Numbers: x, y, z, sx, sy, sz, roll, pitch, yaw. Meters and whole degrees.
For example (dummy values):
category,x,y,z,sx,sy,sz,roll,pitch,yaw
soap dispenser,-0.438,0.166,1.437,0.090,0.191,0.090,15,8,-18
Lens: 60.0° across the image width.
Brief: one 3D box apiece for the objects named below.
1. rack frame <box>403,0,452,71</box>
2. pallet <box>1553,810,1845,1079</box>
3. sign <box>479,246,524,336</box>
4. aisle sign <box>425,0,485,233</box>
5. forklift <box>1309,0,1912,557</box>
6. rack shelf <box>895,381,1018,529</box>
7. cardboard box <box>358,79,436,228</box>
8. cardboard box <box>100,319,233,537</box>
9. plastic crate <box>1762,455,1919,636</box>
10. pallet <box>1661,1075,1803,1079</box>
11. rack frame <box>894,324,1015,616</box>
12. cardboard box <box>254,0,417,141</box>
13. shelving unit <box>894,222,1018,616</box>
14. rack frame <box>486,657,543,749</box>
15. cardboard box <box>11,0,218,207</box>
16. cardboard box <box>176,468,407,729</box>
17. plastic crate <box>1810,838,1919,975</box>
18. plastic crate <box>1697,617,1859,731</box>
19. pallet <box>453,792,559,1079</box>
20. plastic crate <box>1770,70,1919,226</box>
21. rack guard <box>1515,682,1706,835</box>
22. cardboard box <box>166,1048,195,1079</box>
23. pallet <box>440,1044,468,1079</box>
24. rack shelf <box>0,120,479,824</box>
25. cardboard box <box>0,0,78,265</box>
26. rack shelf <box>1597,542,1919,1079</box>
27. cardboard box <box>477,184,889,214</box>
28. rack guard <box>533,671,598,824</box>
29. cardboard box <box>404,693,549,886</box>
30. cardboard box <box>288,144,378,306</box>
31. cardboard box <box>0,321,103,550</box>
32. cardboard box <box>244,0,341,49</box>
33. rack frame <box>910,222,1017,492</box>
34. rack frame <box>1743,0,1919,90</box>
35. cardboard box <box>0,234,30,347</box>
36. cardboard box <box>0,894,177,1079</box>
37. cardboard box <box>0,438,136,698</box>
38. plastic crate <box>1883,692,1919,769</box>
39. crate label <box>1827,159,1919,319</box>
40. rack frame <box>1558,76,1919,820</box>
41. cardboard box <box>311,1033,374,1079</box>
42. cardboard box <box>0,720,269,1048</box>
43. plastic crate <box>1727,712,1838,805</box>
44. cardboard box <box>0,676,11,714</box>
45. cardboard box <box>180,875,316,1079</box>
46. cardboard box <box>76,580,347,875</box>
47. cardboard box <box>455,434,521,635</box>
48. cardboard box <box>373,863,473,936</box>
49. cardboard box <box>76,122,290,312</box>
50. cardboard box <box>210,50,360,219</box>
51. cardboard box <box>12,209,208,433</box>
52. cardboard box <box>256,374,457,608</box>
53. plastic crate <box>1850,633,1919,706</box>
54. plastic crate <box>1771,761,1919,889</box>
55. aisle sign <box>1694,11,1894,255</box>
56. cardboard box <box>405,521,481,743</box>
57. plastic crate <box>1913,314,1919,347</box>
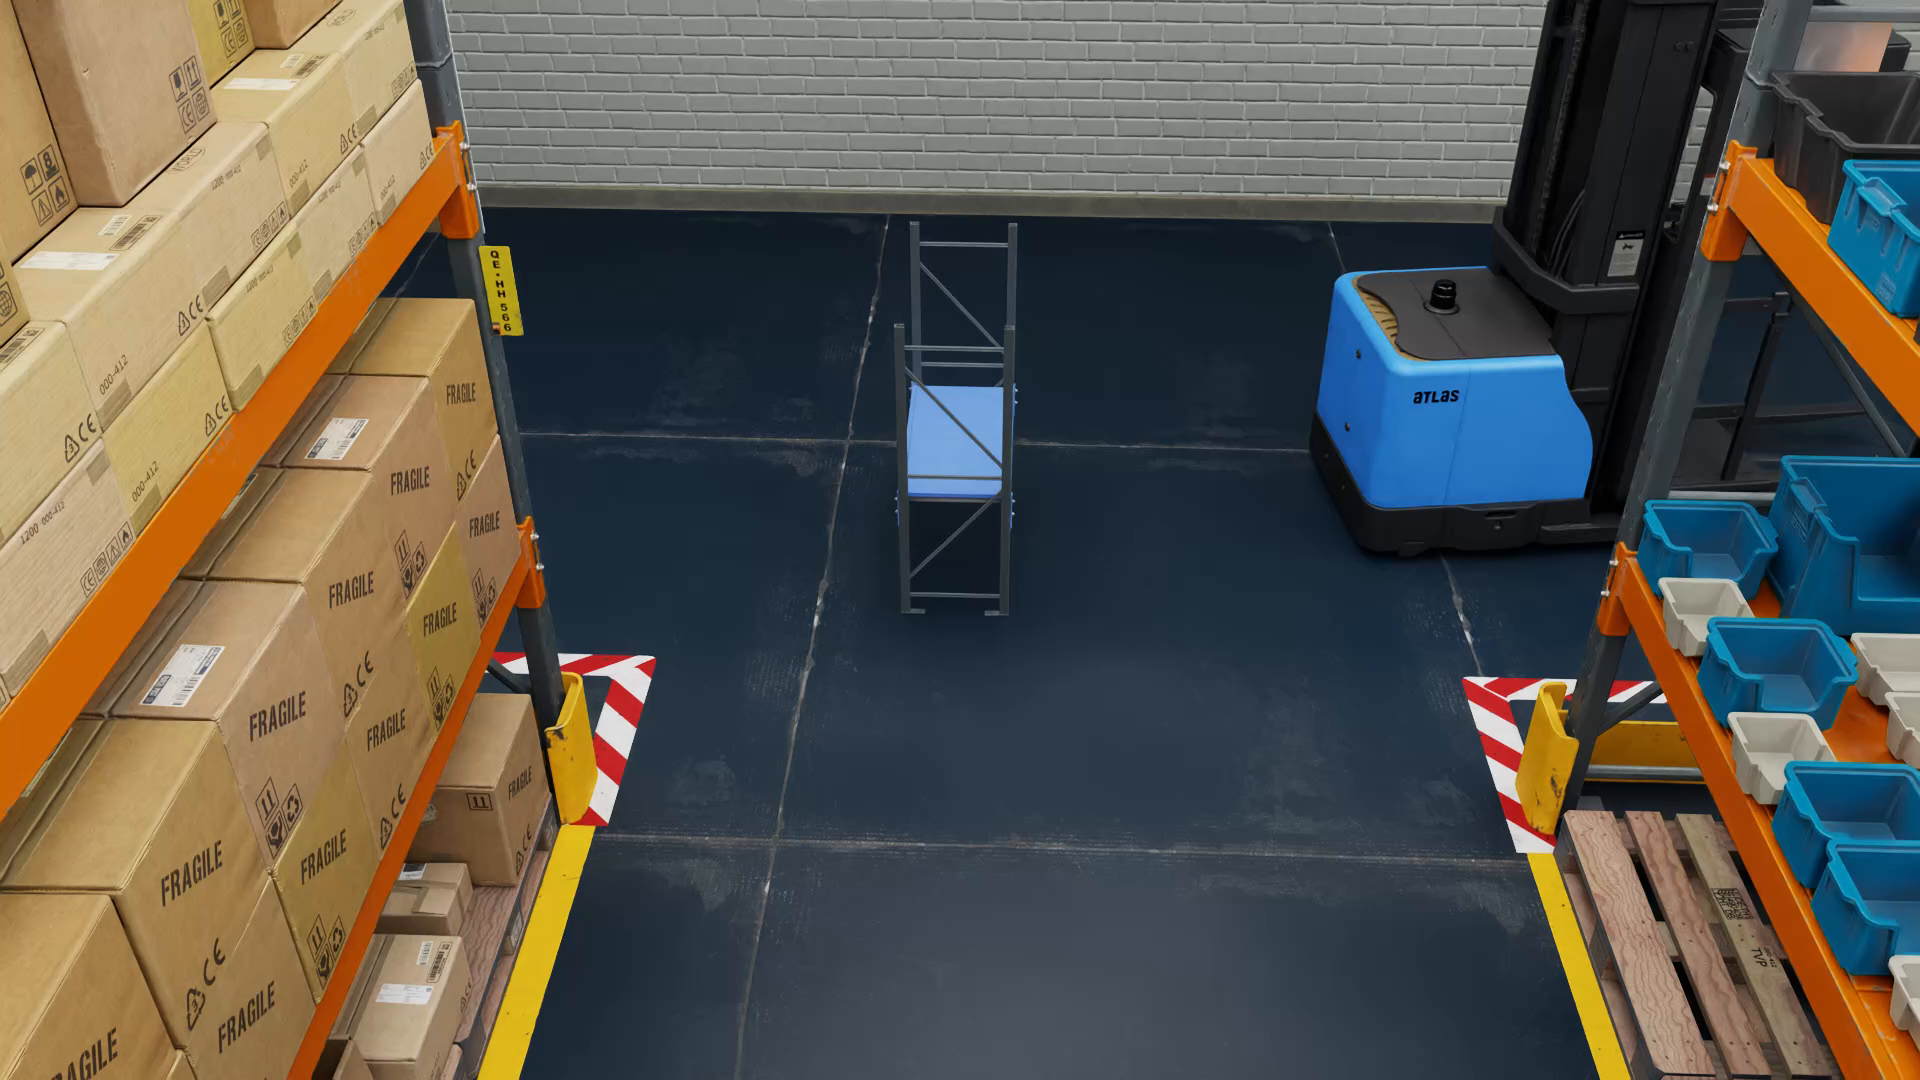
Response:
category,x,y,z,sx,sy,sz,roll,pitch,yaw
rack frame,-2.080,-2.703,4.270,1.000,3.000,0.127,1,35,2
pallet,2.797,1.482,5.958,1.003,0.211,1.213,1,35,2
sign,-1.527,-0.827,5.537,0.100,0.325,0.005,1,35,2
aisle sign,-1.772,-1.344,5.293,0.394,0.787,0.004,1,35,2
forklift,3.399,-1.466,7.787,3.031,2.935,1.130,-3,35,-5
rack shelf,-0.003,-0.417,7.852,0.538,0.185,1.000,1,35,2
cardboard box,-1.838,-1.113,4.747,0.500,0.250,0.500,1,35,2
cardboard box,-1.912,-0.252,3.521,0.500,0.250,0.500,1,35,2
plastic crate,3.042,0.026,5.522,0.616,0.435,0.499,1,35,2
pallet,2.745,2.181,4.963,1.003,0.211,1.213,1,35,2
rack frame,-0.024,-0.273,7.333,0.500,1.500,0.032,1,35,2
cardboard box,-1.846,-1.318,4.604,0.500,0.250,0.500,1,35,2
shelving unit,-0.003,-0.565,7.749,0.538,1.500,1.048,1,35,2
rack frame,-2.084,-0.249,5.995,0.949,2.616,0.053,1,35,2
cardboard box,-2.102,-1.055,3.578,0.700,0.500,0.500,1,35,2
cardboard box,-1.859,0.152,4.469,0.500,0.500,0.500,2,35,3
plastic crate,2.465,0.975,4.347,0.416,0.233,0.300,1,35,2
plastic crate,2.504,0.424,5.131,0.416,0.233,0.300,1,35,2
pallet,-2.114,1.394,6.083,1.003,0.211,1.213,1,35,2
plastic crate,2.575,-1.091,4.699,0.497,0.269,0.590,1,35,2
rack guard,2.857,0.877,6.568,1.175,0.500,0.348,1,35,2
cardboard box,-2.147,0.693,4.568,1.079,0.500,3.026,2,35,3
pallet,-2.166,2.093,5.088,1.003,0.211,1.213,1,35,2
rack shelf,-2.161,-0.032,3.704,1.077,0.370,4.000,1,35,2
cardboard box,-2.216,-0.770,3.172,0.700,0.500,0.500,1,35,2
rack shelf,2.789,1.311,4.401,1.077,0.370,4.000,1,35,2
cardboard box,-3.488,-3.543,10.595,6.002,3.100,0.262,2,35,2
rack guard,-2.083,0.818,6.652,1.175,0.500,0.348,1,35,2
cardboard box,-1.856,0.912,6.135,0.500,0.500,0.500,1,35,2
cardboard box,-1.869,-0.826,4.339,0.500,0.250,0.500,1,35,2
cardboard box,-1.923,-0.169,2.968,0.500,0.250,0.500,1,35,2
cardboard box,-2.085,-1.630,4.396,0.700,0.500,0.500,1,35,2
rack frame,0.017,-0.857,8.165,0.500,1.500,0.032,1,35,2
rack frame,2.869,-2.587,4.104,1.000,3.000,0.127,1,35,2
cardboard box,-2.084,-0.479,2.758,0.700,0.500,0.500,1,35,2
cardboard box,-1.921,1.039,3.207,0.500,0.500,0.500,0,35,0
cardboard box,-1.929,0.036,3.112,0.500,0.250,0.500,1,35,2
plastic crate,2.991,0.590,4.979,0.396,0.136,0.243,1,35,2
crate label,2.509,-0.776,4.266,0.408,0.251,0.502,1,35,2
rack frame,2.869,-0.132,5.829,1.000,3.000,0.127,1,35,2
cardboard box,-2.171,1.811,4.852,0.797,0.503,0.637,1,35,2
cardboard box,-1.900,0.744,3.627,0.500,0.500,0.500,0,35,0
plastic crate,2.407,0.658,4.883,0.250,0.136,0.298,1,35,2
cardboard box,-1.950,0.323,2.704,0.500,0.250,0.500,1,35,2
cardboard box,-1.909,1.140,3.932,0.500,0.500,0.500,1,35,2
cardboard box,-1.880,0.447,4.049,0.500,0.500,0.500,2,35,3
cardboard box,-1.826,-0.026,5.591,0.500,0.500,0.500,2,35,3
cardboard box,-1.962,1.279,5.903,0.380,0.166,0.250,1,35,2
cardboard box,-1.890,-0.744,3.786,0.500,0.250,0.500,1,35,2
cardboard box,-1.866,-1.031,4.195,0.500,0.250,0.500,1,35,2
cardboard box,-1.903,-0.456,3.377,0.500,0.250,0.500,1,35,2
cardboard box,-1.843,-0.146,4.893,0.500,0.500,0.500,2,35,3
plastic crate,3.017,0.424,5.215,0.396,0.136,0.243,1,35,2
plastic crate,2.477,0.803,4.593,0.416,0.233,0.300,1,35,2
aisle sign,2.575,-1.244,5.150,0.394,0.787,0.004,1,35,2
cardboard box,-1.844,0.272,5.167,0.500,0.500,0.500,2,35,2
plastic crate,2.533,-0.463,3.745,0.504,0.338,0.767,1,35,2
